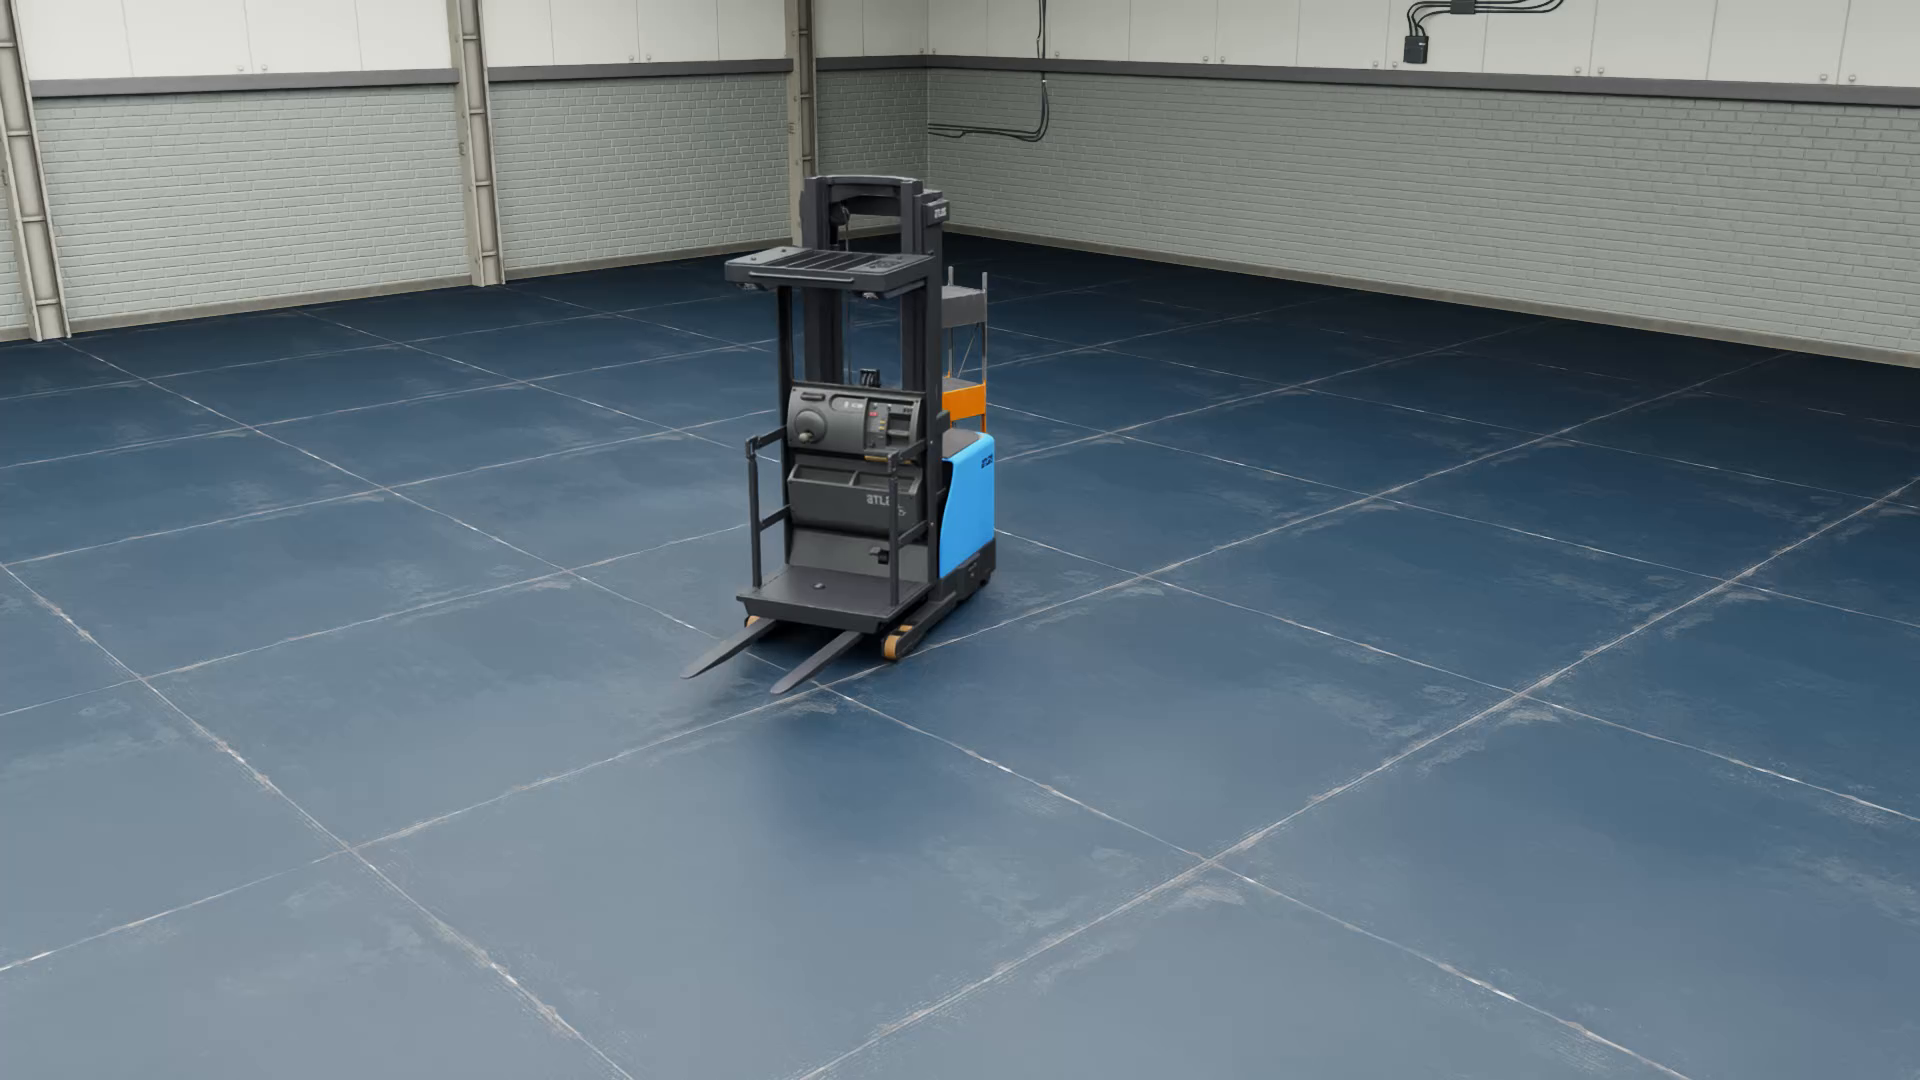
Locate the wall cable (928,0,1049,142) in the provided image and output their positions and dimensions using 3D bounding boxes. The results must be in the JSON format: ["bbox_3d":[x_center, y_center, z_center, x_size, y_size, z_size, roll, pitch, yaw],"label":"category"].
[{"bbox_3d":[0.399,-8.207,28.742,0.112,2.526,3.097,-16,24,-41],"label":"wall cable"}]

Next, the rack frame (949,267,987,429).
[{"bbox_3d":[0.057,-1.015,12.712,0.015,2.100,0.400,-16,24,-41],"label":"rack frame"}]

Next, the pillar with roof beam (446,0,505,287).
[{"bbox_3d":[-4.052,-7.120,20.355,0.400,9.000,9.100,-16,24,-41],"label":"pillar with roof beam"}]

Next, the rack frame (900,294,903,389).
[{"bbox_3d":[-0.298,-0.912,12.393,0.015,2.100,0.400,-16,24,-41],"label":"rack frame"}]

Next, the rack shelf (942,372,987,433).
[{"bbox_3d":[-0.120,-0.951,12.557,0.480,0.518,0.431,-16,24,-41],"label":"rack shelf"}]

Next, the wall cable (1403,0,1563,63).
[{"bbox_3d":[6.910,-9.171,21.167,0.169,6.003,2.305,-16,24,-41],"label":"wall cable"}]

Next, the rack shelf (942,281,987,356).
[{"bbox_3d":[-0.120,-1.617,12.341,0.480,0.518,0.431,-16,24,-41],"label":"rack shelf"}]

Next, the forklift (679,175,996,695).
[{"bbox_3d":[-0.770,-0.770,10.609,1.130,2.935,3.031,7,19,21],"label":"forklift"}]

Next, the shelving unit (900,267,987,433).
[{"bbox_3d":[-0.120,-0.964,12.553,0.503,2.100,0.431,-16,24,-41],"label":"shelving unit"}]

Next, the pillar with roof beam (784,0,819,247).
[{"bbox_3d":[0.308,-8.392,24.276,0.400,9.000,9.100,-16,24,-41],"label":"pillar with roof beam"}]

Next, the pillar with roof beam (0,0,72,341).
[{"bbox_3d":[-8.412,-5.849,16.434,0.400,9.000,9.100,-16,24,-41],"label":"pillar with roof beam"}]
